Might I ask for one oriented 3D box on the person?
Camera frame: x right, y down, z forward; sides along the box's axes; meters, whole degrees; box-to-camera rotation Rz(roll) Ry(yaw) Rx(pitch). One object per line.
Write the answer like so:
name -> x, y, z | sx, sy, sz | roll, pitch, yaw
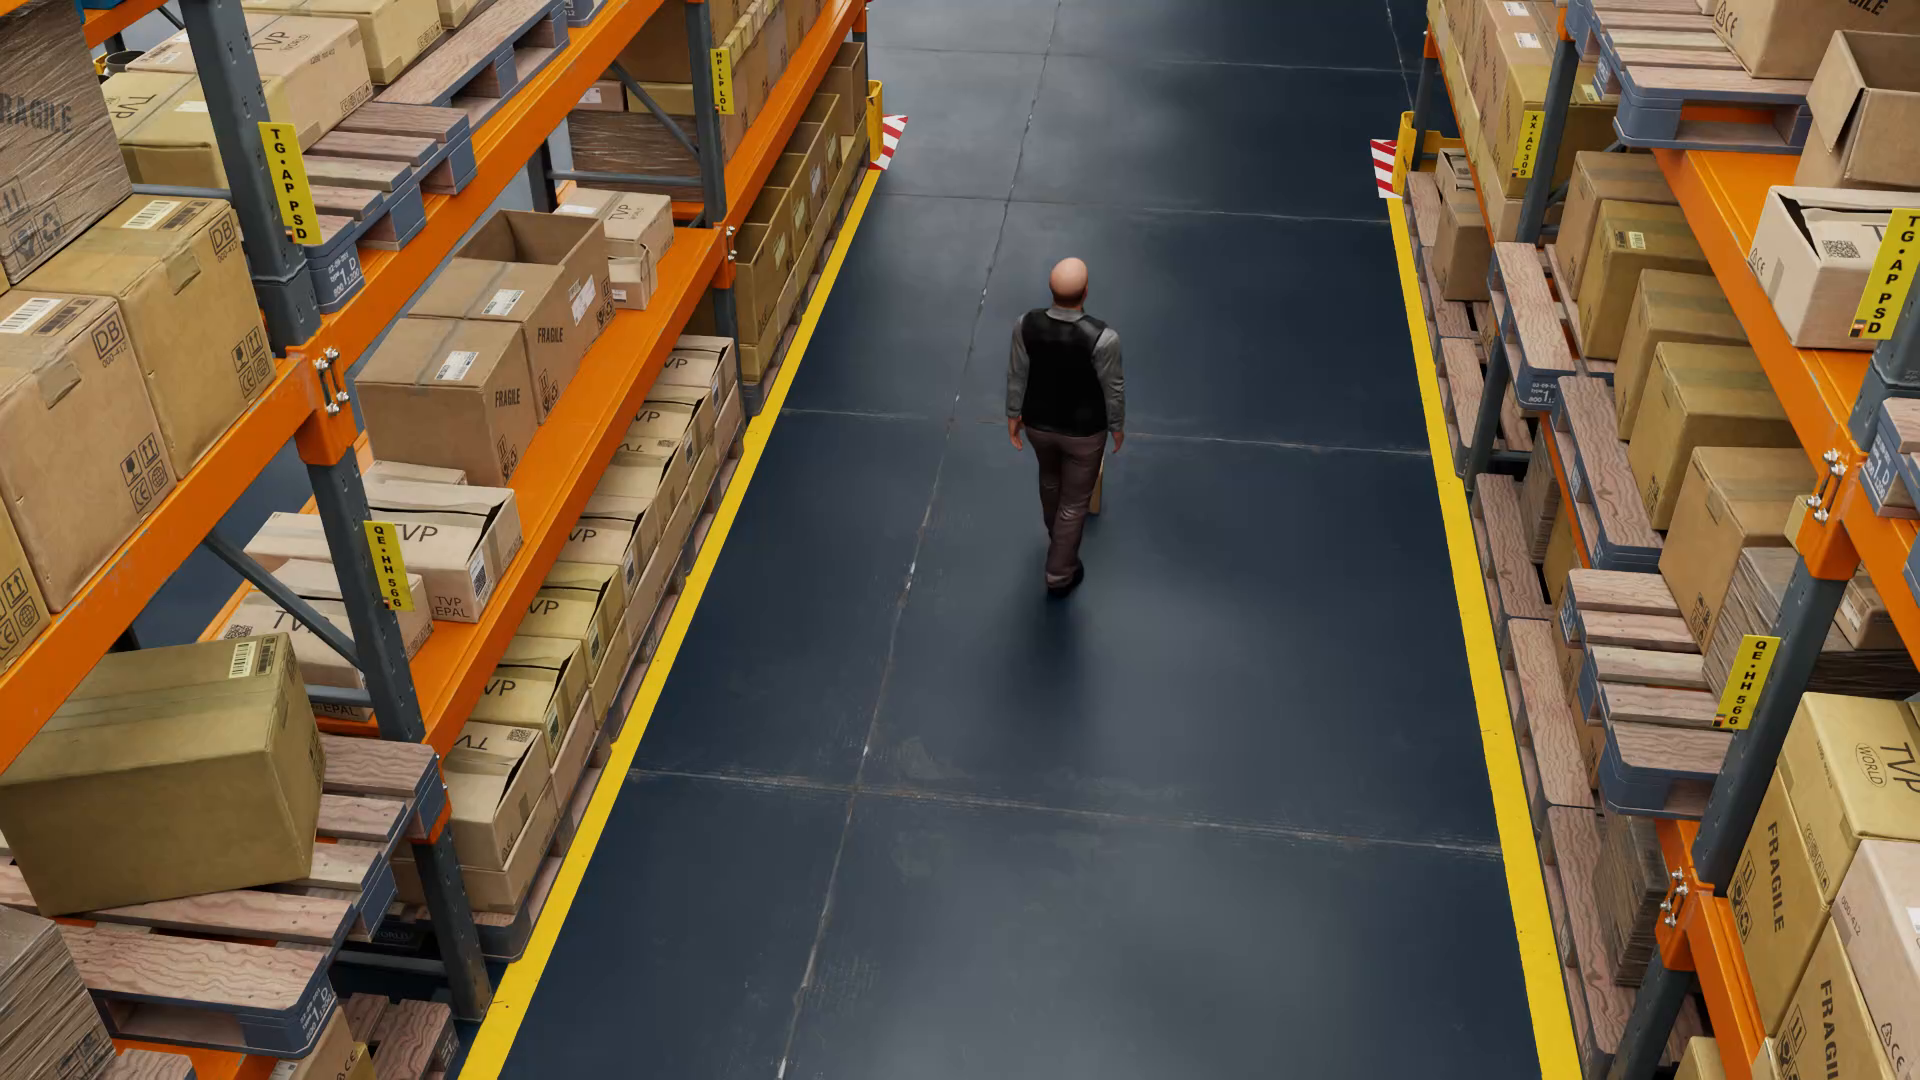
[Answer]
person -> 0.555, -0.611, 7.890 | 0.553, 1.708, 0.749 | 17, 39, 22
